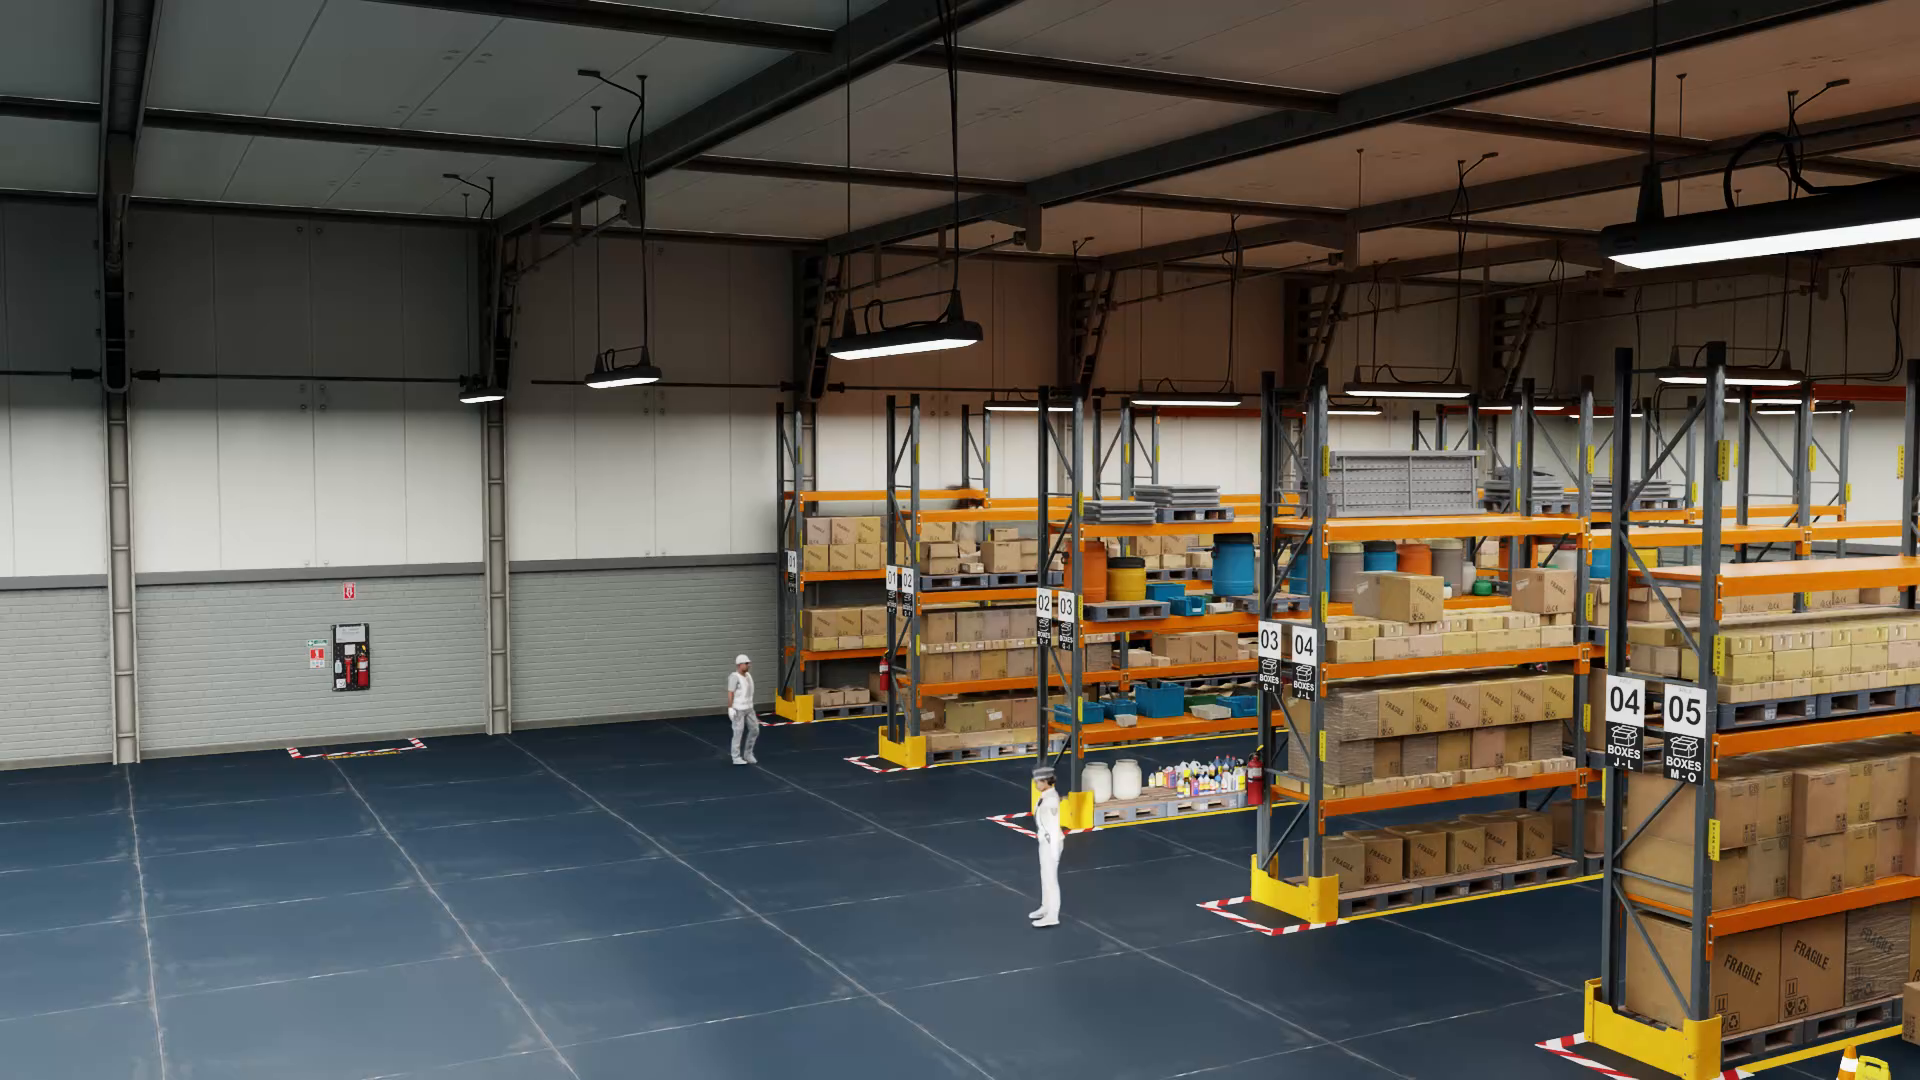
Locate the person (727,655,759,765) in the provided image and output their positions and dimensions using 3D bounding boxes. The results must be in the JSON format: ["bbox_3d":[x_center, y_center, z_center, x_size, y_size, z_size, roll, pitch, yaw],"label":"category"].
[{"bbox_3d":[-3.557,2.761,26.985,0.386,1.784,0.670,2,4,30],"label":"person"}]

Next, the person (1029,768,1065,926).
[{"bbox_3d":[0.948,3.307,18.061,0.379,1.667,0.548,0,3,-1],"label":"person"}]
